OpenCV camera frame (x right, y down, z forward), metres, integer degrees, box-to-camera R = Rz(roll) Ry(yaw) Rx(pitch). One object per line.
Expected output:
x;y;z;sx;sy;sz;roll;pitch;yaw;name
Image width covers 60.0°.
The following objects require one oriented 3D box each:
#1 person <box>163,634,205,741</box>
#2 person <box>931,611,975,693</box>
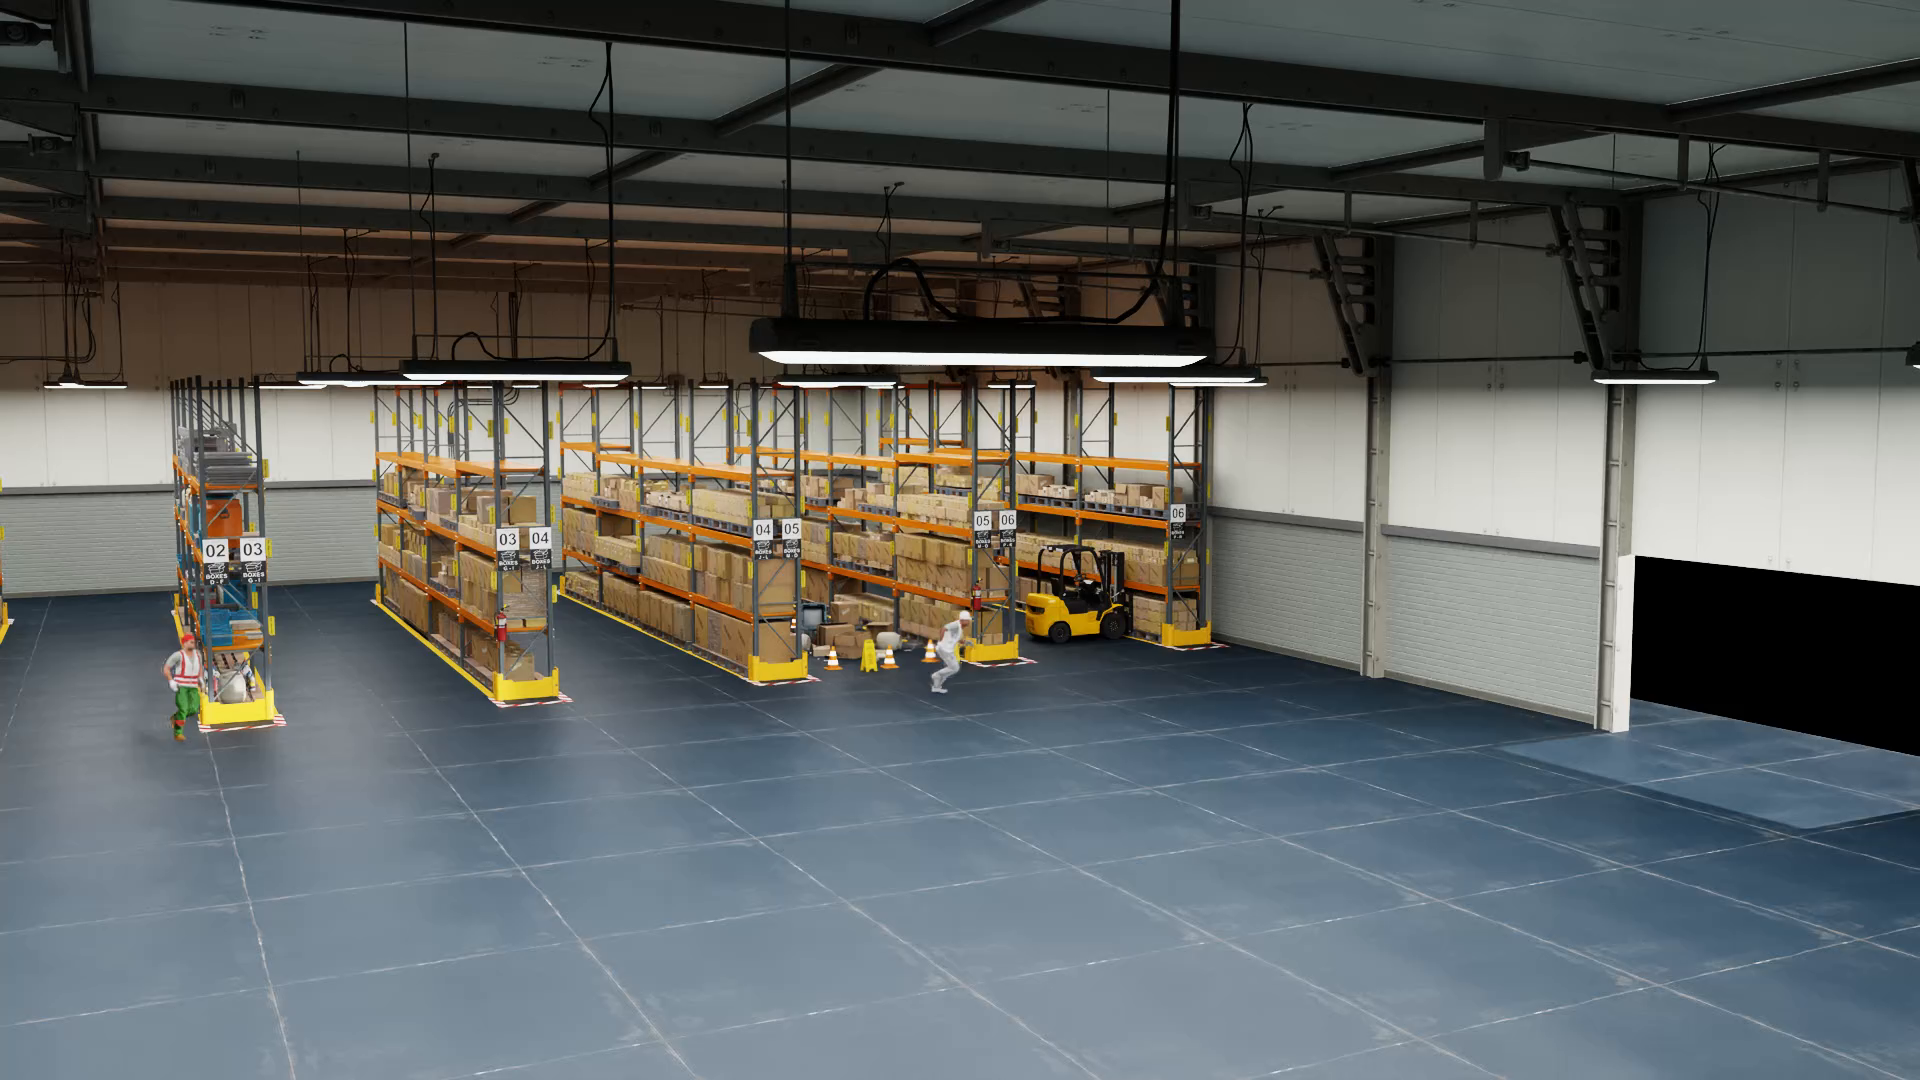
-12.873;2.419;27.595;0.589;1.721;0.700;3;6;32;person
-0.152;2.131;31.517;0.822;1.591;0.715;1;5;15;person
